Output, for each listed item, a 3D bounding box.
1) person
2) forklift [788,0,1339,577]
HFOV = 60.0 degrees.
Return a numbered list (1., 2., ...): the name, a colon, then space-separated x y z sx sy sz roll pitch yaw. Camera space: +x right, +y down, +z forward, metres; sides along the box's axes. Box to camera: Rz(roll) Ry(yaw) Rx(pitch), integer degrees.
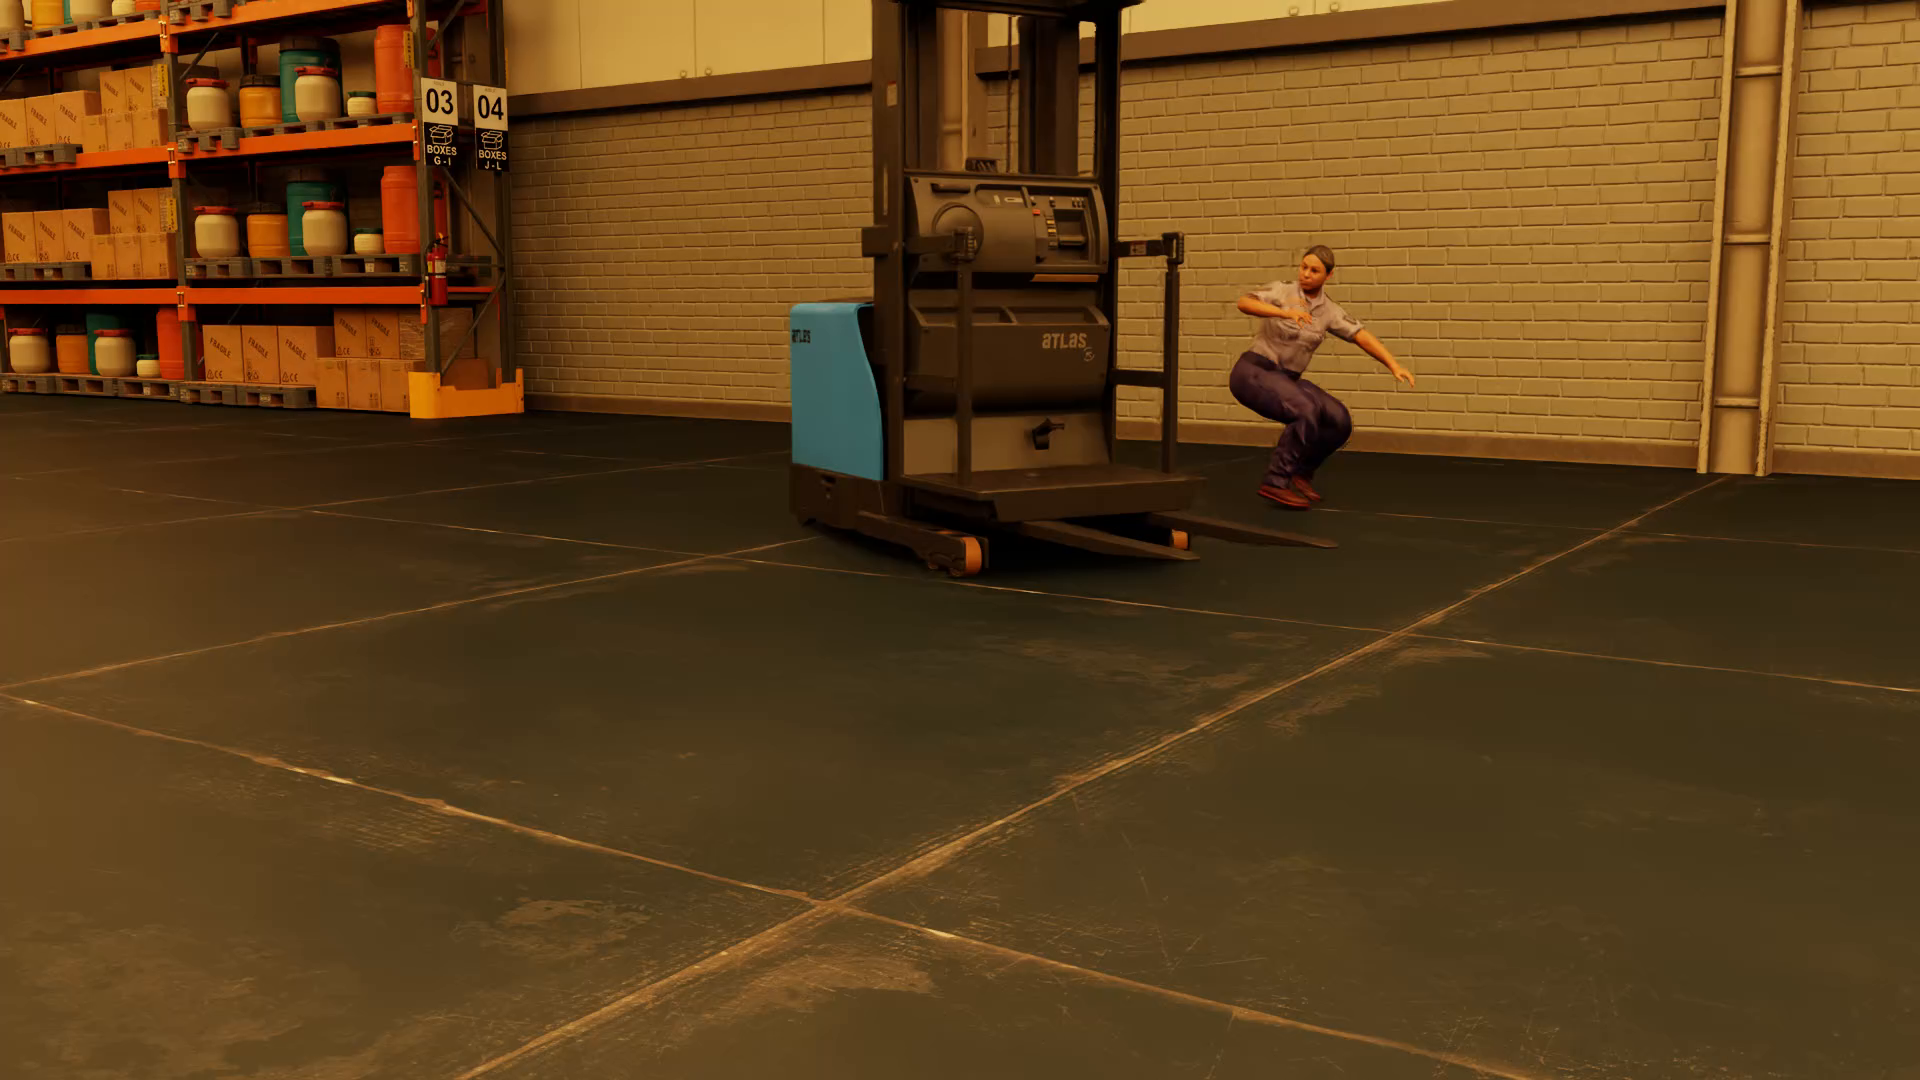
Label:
1. person: 1.855 -0.849 8.786 0.739 1.401 0.881 -7 11 -42
2. forklift: 0.320 -1.375 6.861 1.130 2.935 3.031 -4 9 -28
